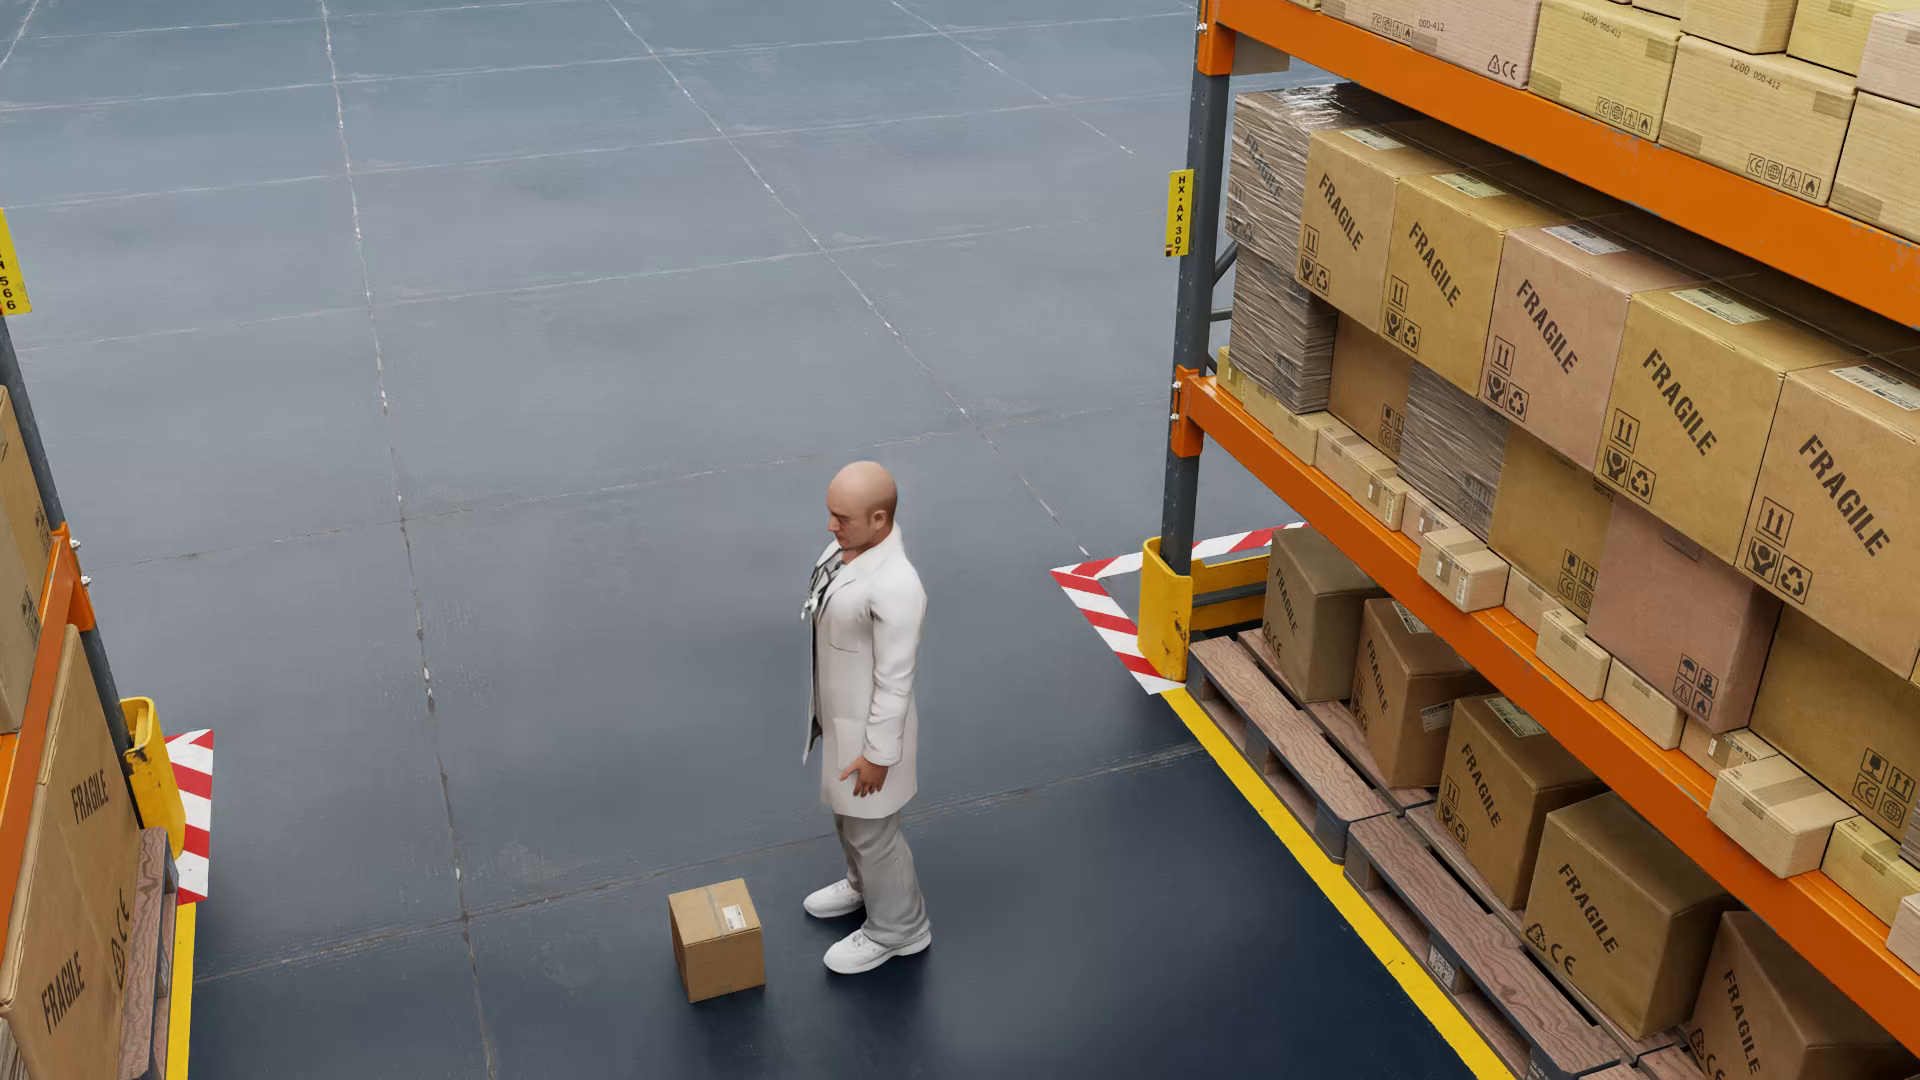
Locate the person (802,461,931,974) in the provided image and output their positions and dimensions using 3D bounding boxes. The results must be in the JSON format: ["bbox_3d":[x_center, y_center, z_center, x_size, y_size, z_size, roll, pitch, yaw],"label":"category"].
[{"bbox_3d":[-0.301,0.560,5.160,0.380,1.778,0.564,-9,31,-16],"label":"person"}]
